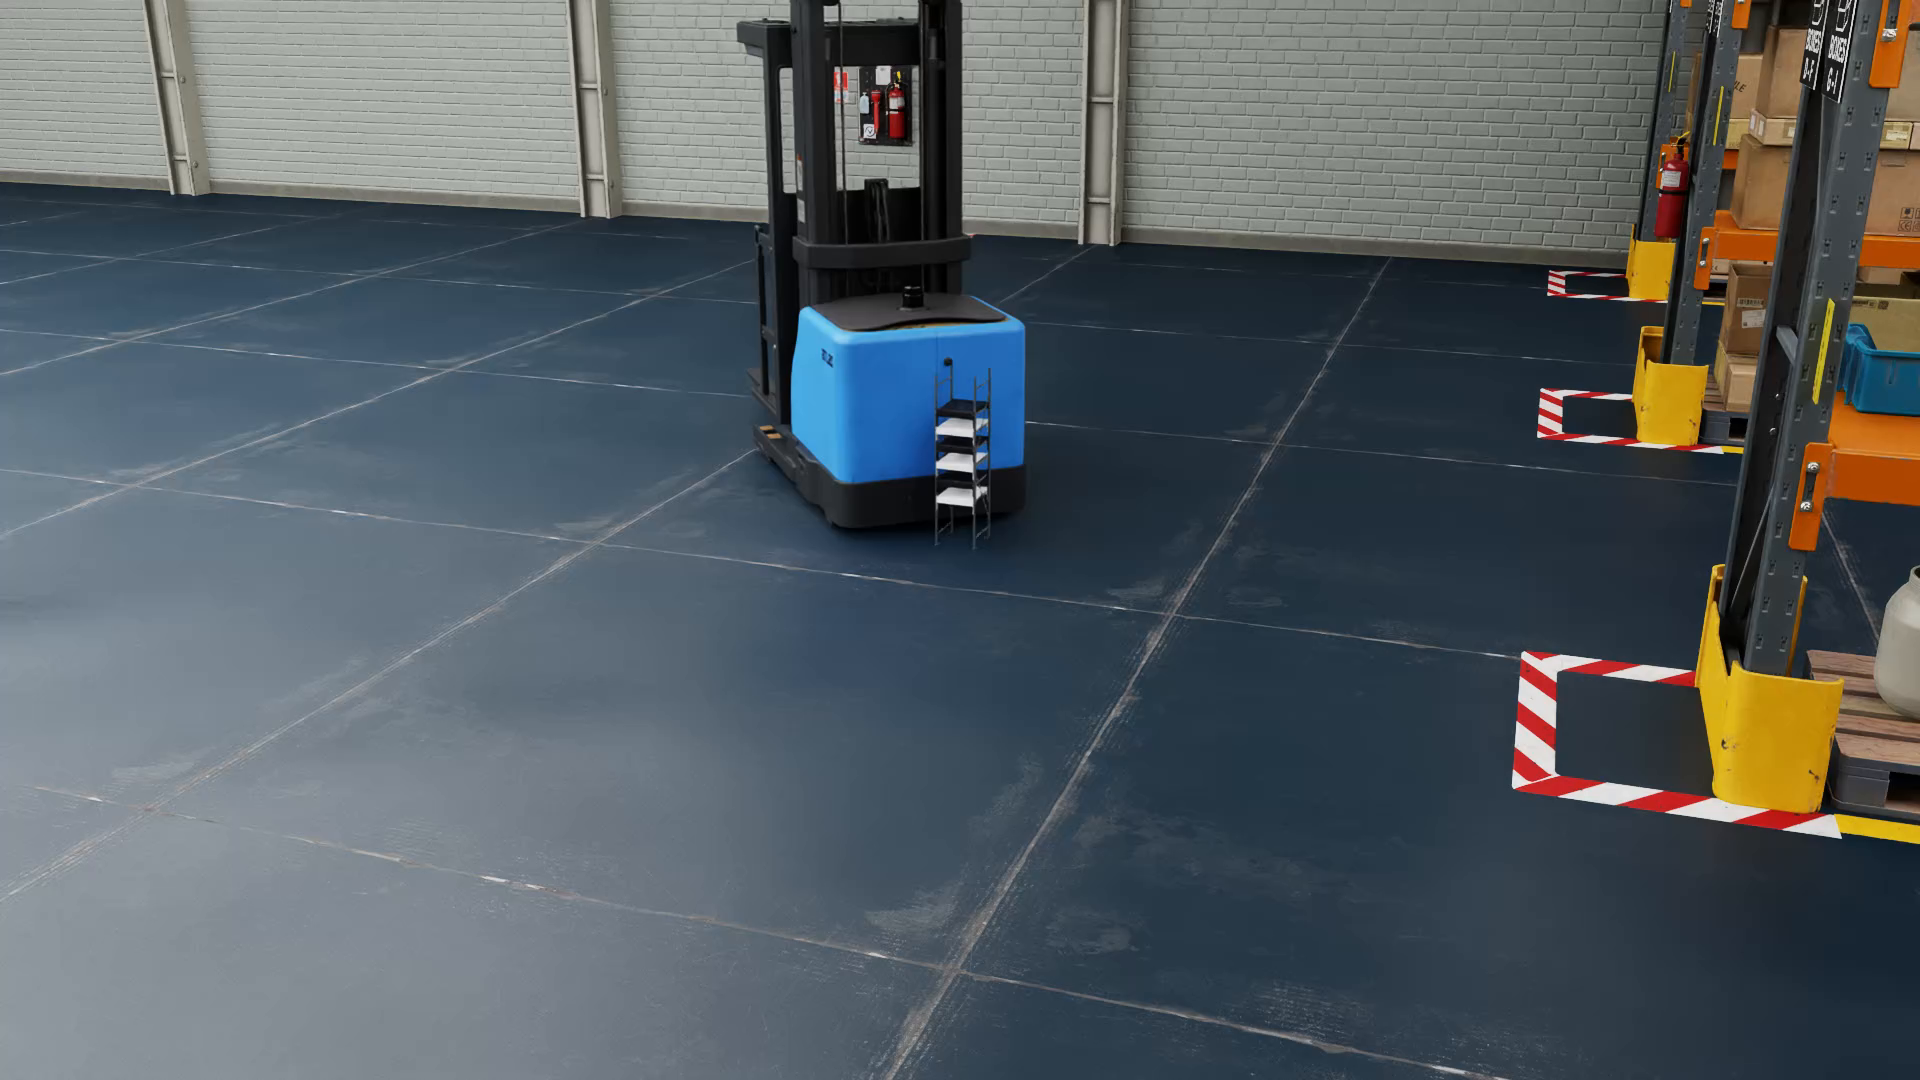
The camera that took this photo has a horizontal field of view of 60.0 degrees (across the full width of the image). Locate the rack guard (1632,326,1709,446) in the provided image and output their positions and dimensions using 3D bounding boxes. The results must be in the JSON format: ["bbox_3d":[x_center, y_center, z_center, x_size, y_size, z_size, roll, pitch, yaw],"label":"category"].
[{"bbox_3d":[4.558,-1.006,10.702,0.348,0.500,1.175,7,20,18],"label":"rack guard"}]

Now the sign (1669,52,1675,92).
[{"bbox_3d":[6.025,-3.964,14.076,0.005,0.325,0.100,7,20,18],"label":"sign"}]

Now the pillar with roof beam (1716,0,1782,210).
[{"bbox_3d":[5.735,-5.412,10.430,0.400,9.000,9.100,7,20,18],"label":"pillar with roof beam"}]

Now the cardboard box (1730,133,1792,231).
[{"bbox_3d":[5.017,-2.176,10.110,0.500,0.500,0.700,7,20,18],"label":"cardboard box"}]

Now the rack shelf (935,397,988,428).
[{"bbox_3d":[0.016,-0.639,8.324,0.200,0.077,0.258,7,20,19],"label":"rack shelf"}]

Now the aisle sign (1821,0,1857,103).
[{"bbox_3d":[2.787,-1.788,5.199,0.004,0.787,0.394,7,20,18],"label":"aisle sign"}]

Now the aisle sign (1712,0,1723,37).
[{"bbox_3d":[4.418,-3.323,9.602,0.004,0.787,0.394,7,20,18],"label":"aisle sign"}]

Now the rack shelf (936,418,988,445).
[{"bbox_3d":[0.016,-0.554,8.353,0.200,0.077,0.258,7,20,19],"label":"rack shelf"}]

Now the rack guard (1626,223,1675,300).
[{"bbox_3d":[6.274,-2.535,15.090,0.348,0.500,1.175,7,20,18],"label":"rack guard"}]

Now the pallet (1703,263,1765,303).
[{"bbox_3d":[7.030,-2.300,14.855,1.213,0.211,1.003,7,20,18],"label":"pallet"}]

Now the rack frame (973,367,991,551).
[{"bbox_3d":[0.111,-0.404,8.369,0.006,0.900,0.240,7,20,19],"label":"rack frame"}]

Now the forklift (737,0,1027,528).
[{"bbox_3d":[-0.615,-1.893,9.554,1.130,2.935,3.031,-7,20,-18],"label":"forklift"}]

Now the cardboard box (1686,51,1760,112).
[{"bbox_3d":[6.718,-4.032,14.644,0.500,0.500,0.500,6,20,17],"label":"cardboard box"}]

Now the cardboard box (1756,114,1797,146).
[{"bbox_3d":[4.881,-2.428,9.846,0.250,0.149,0.380,6,20,18],"label":"cardboard box"}]

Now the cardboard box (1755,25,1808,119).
[{"bbox_3d":[5.067,-2.783,9.880,0.500,0.500,0.700,7,20,18],"label":"cardboard box"}]

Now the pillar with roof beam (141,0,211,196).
[{"bbox_3d":[-11.268,-7.356,16.008,0.400,9.000,9.100,7,20,18],"label":"pillar with roof beam"}]

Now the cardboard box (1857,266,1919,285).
[{"bbox_3d":[8.042,-2.492,14.298,0.500,0.500,0.700,5,20,15],"label":"cardboard box"}]

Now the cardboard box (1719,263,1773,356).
[{"bbox_3d":[5.185,-1.472,10.642,0.500,0.500,0.500,7,20,18],"label":"cardboard box"}]

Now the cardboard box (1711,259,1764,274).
[{"bbox_3d":[6.827,-2.559,14.778,0.500,0.311,0.500,4,20,12],"label":"cardboard box"}]

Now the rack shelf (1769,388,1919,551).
[{"bbox_3d":[4.841,-0.088,5.364,4.000,0.370,1.077,7,20,18],"label":"rack shelf"}]

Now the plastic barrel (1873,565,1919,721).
[{"bbox_3d":[3.598,0.380,6.070,0.421,0.512,0.421,0,19,0],"label":"plastic barrel"}]

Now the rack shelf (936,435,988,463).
[{"bbox_3d":[0.016,-0.469,8.383,0.200,0.077,0.258,7,20,19],"label":"rack shelf"}]

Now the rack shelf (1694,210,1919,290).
[{"bbox_3d":[6.470,-1.628,9.781,4.000,0.370,1.077,7,20,18],"label":"rack shelf"}]

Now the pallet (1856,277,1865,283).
[{"bbox_3d":[8.179,-2.168,14.475,1.213,0.211,1.003,7,20,18],"label":"pallet"}]

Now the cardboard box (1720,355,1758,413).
[{"bbox_3d":[5.014,-0.956,10.302,0.500,0.250,0.500,7,20,18],"label":"cardboard box"}]

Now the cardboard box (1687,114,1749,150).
[{"bbox_3d":[6.559,-3.511,14.289,0.500,0.250,0.500,6,20,16],"label":"cardboard box"}]

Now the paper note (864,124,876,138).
[{"bbox_3d":[-0.986,-4.469,18.178,0.142,0.148,0.016,7,20,18],"label":"paper note"}]

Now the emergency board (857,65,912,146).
[{"bbox_3d":[-0.842,-4.844,17.916,0.643,1.169,0.194,7,20,18],"label":"emergency board"}]

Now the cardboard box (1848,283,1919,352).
[{"bbox_3d":[5.487,-1.257,10.025,0.500,0.500,0.500,7,20,18],"label":"cardboard box"}]

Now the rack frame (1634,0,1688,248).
[{"bbox_3d":[6.203,-3.724,14.703,0.127,3.000,1.000,7,20,18],"label":"rack frame"}]

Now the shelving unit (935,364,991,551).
[{"bbox_3d":[0.016,-0.416,8.402,0.210,0.900,0.258,7,20,19],"label":"shelving unit"}]

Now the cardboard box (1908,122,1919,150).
[{"bbox_3d":[5.604,-2.345,9.608,0.250,0.149,0.380,6,20,17],"label":"cardboard box"}]

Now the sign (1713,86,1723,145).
[{"bbox_3d":[4.393,-2.458,9.634,0.005,0.325,0.100,7,20,18],"label":"sign"}]

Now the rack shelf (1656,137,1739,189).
[{"bbox_3d":[8.092,-3.168,14.201,4.000,0.370,1.077,7,20,18],"label":"rack shelf"}]
